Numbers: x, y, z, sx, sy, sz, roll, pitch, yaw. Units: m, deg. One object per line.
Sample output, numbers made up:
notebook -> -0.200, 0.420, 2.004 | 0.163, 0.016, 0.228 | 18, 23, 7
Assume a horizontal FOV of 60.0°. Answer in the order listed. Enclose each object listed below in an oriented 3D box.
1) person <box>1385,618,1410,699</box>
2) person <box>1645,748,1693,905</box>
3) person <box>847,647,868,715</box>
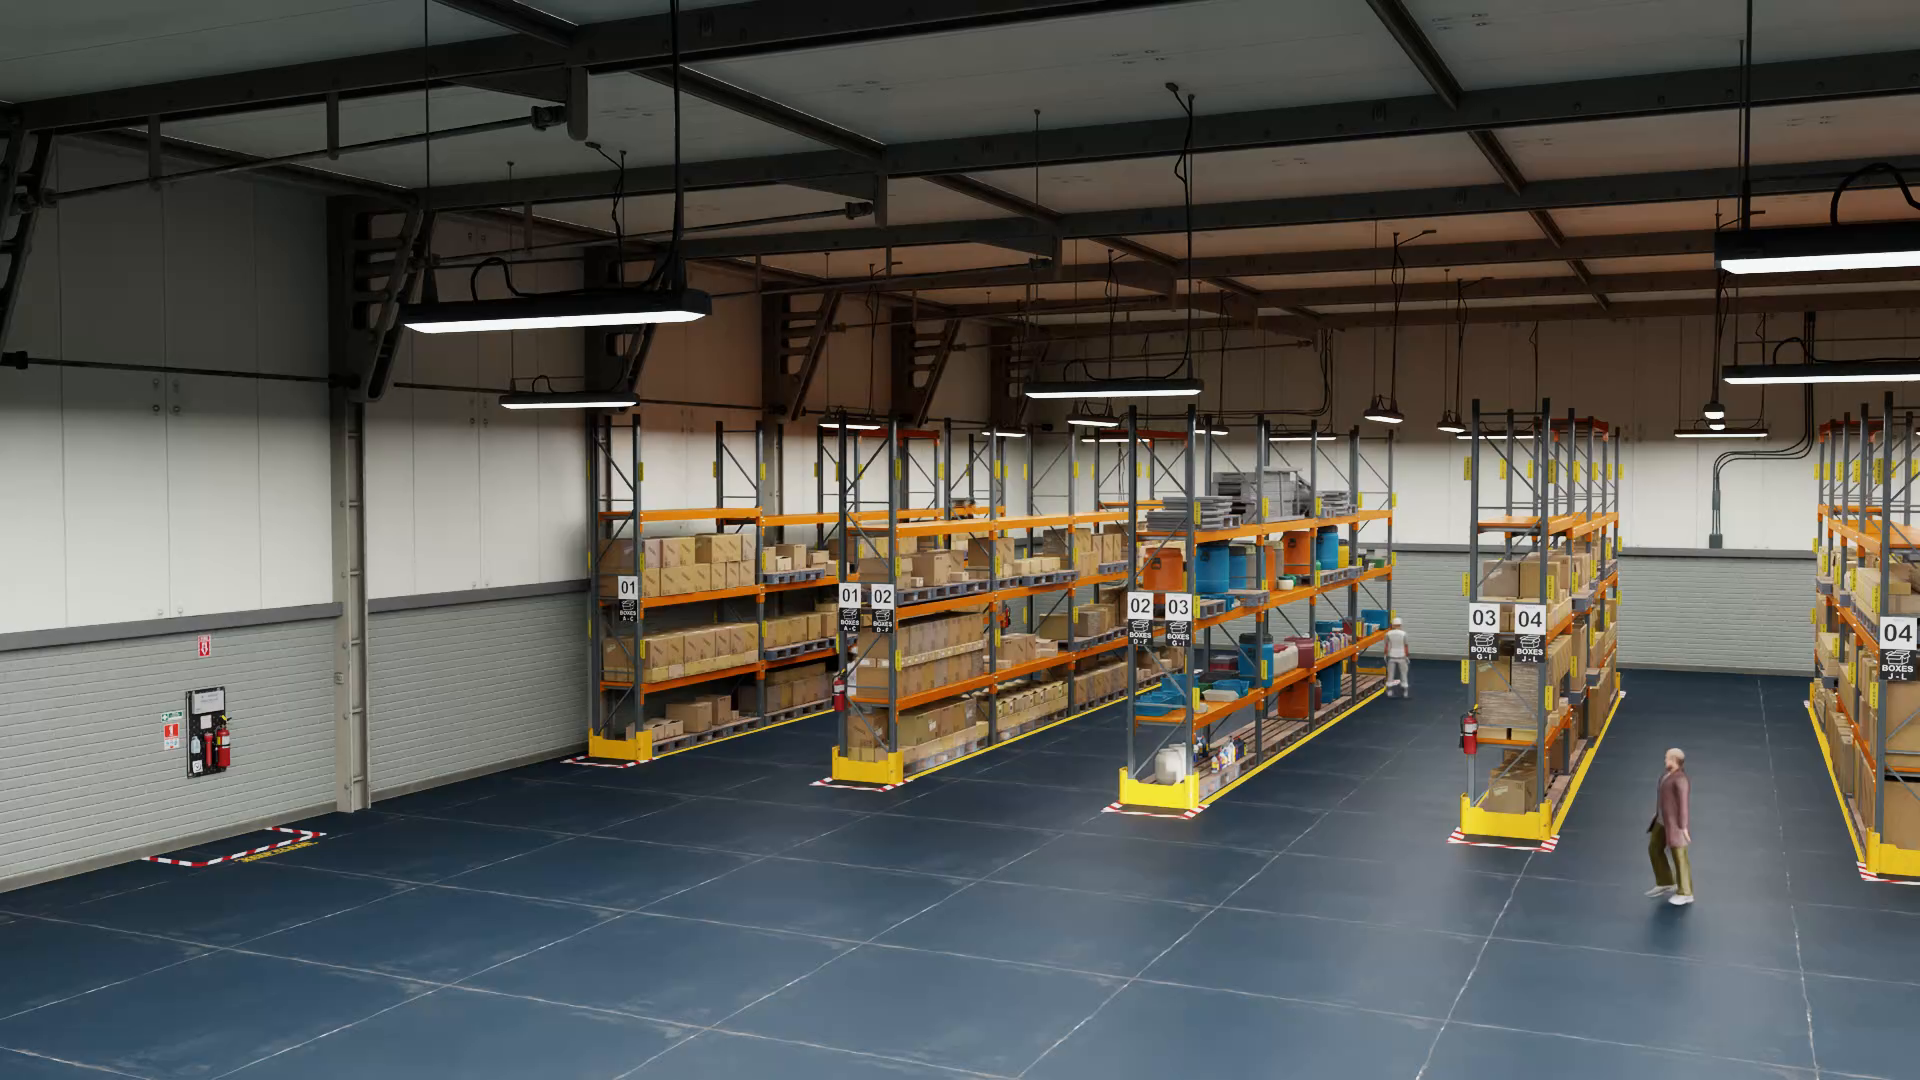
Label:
person -> 9.657, 2.603, 36.716 | 0.559, 1.793, 0.433 | 1, 3, 32
person -> 8.255, 3.307, 19.344 | 0.447, 1.808, 0.693 | 0, 2, -5
person -> -1.874, 2.890, 30.596 | 0.592, 1.854, 0.502 | -1, 3, -22
